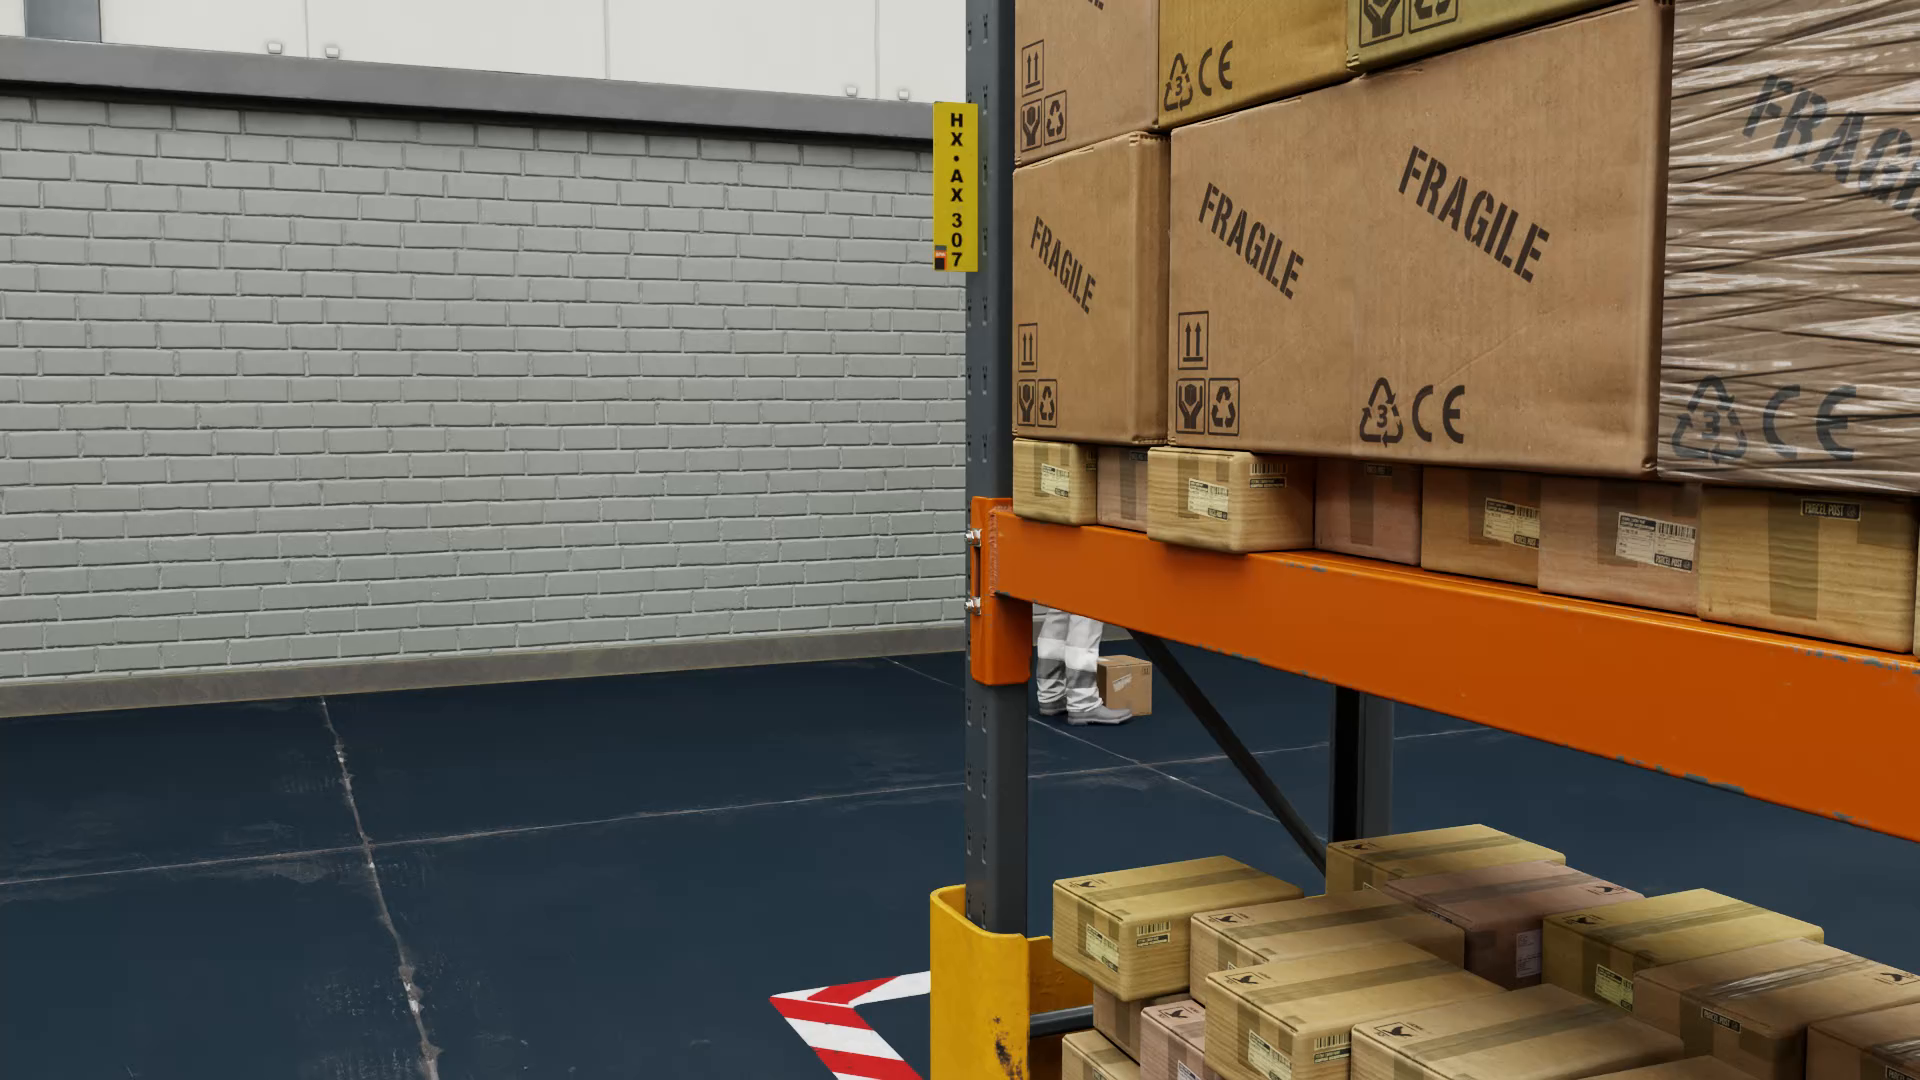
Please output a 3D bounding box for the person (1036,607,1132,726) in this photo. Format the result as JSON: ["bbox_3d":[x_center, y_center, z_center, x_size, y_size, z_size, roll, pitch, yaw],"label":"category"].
[{"bbox_3d":[0.529,-0.057,7.732,0.453,1.778,0.616,-3,6,-27],"label":"person"}]
